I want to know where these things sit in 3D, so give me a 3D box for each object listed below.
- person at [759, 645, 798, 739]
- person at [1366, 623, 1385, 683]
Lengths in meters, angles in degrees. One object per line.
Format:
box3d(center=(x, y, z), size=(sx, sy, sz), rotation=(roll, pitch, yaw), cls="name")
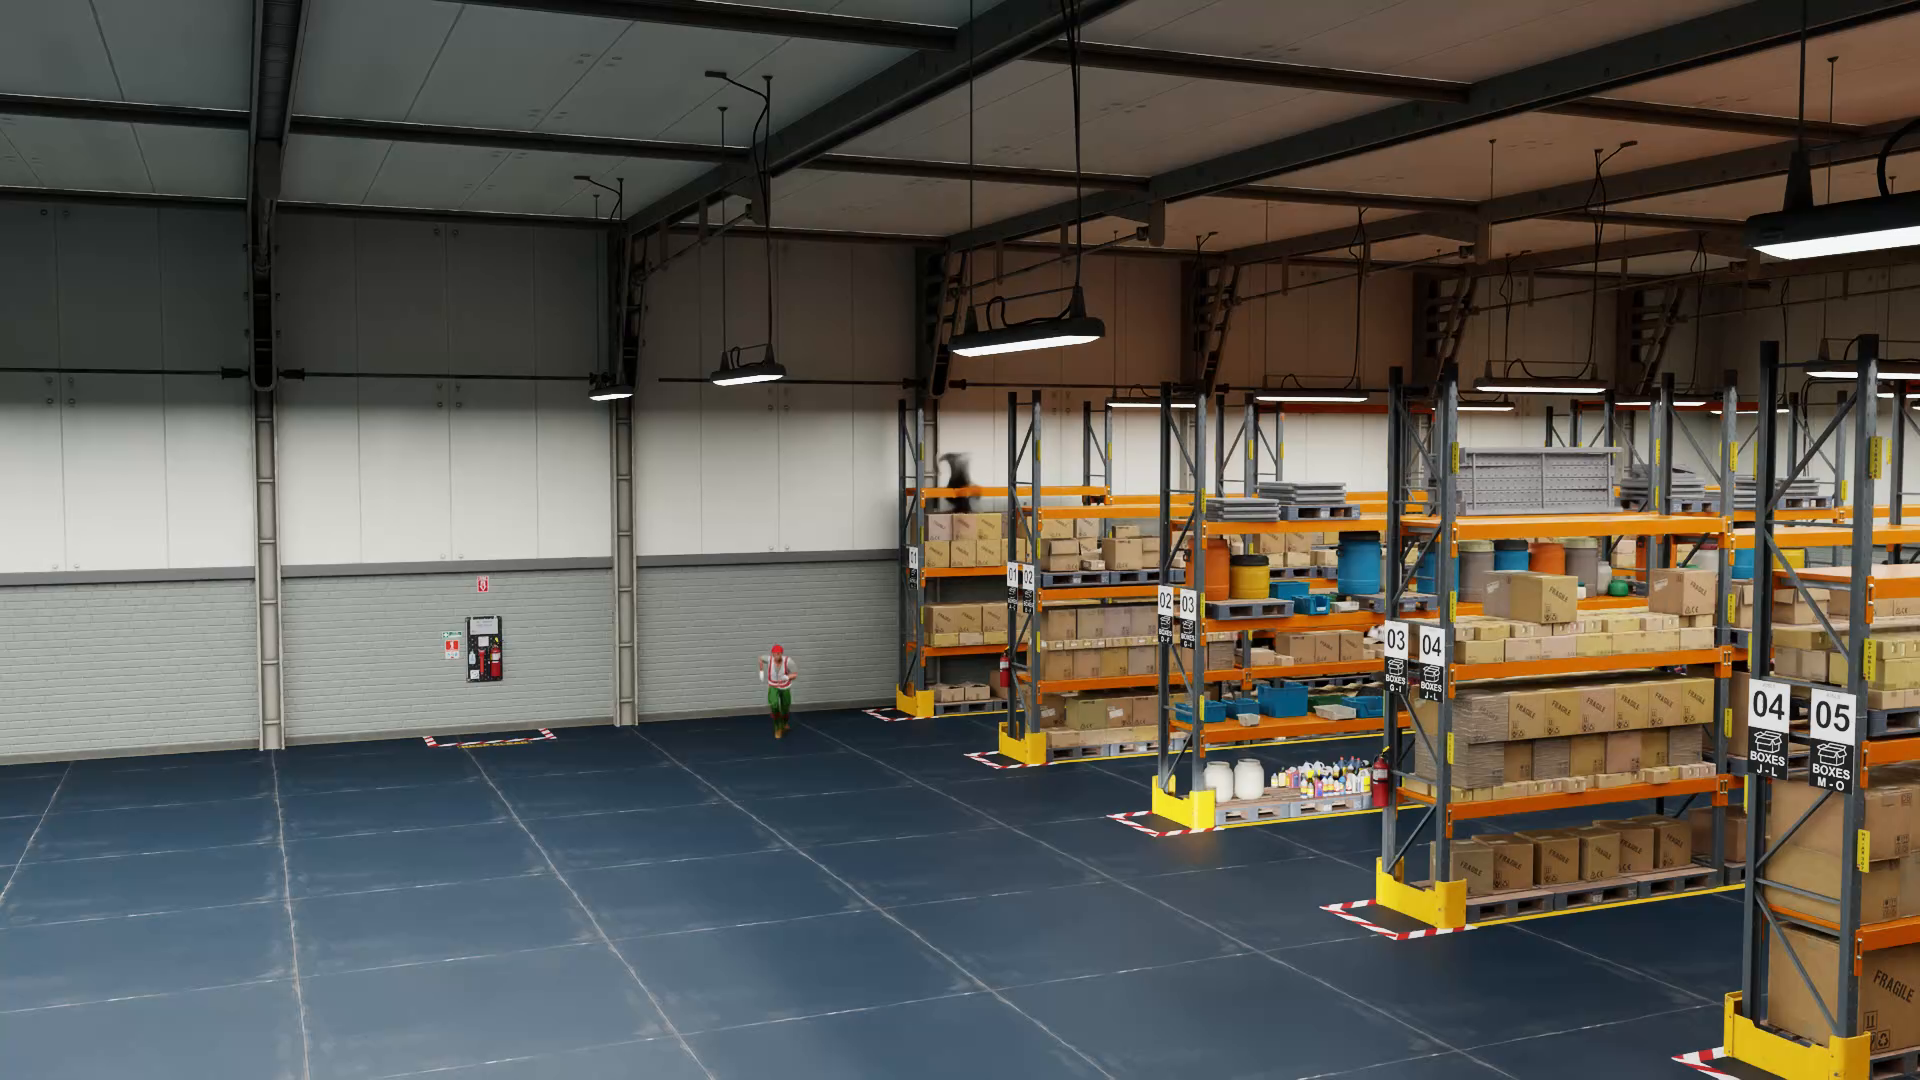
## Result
box3d(center=(-3.179, 2.646, 29.194), size=(0.707, 1.702, 0.990), rotation=(0, 3, 2), cls="person")
box3d(center=(8.522, 2.351, 33.770), size=(0.824, 1.705, 0.583), rotation=(-2, 4, -27), cls="person")
